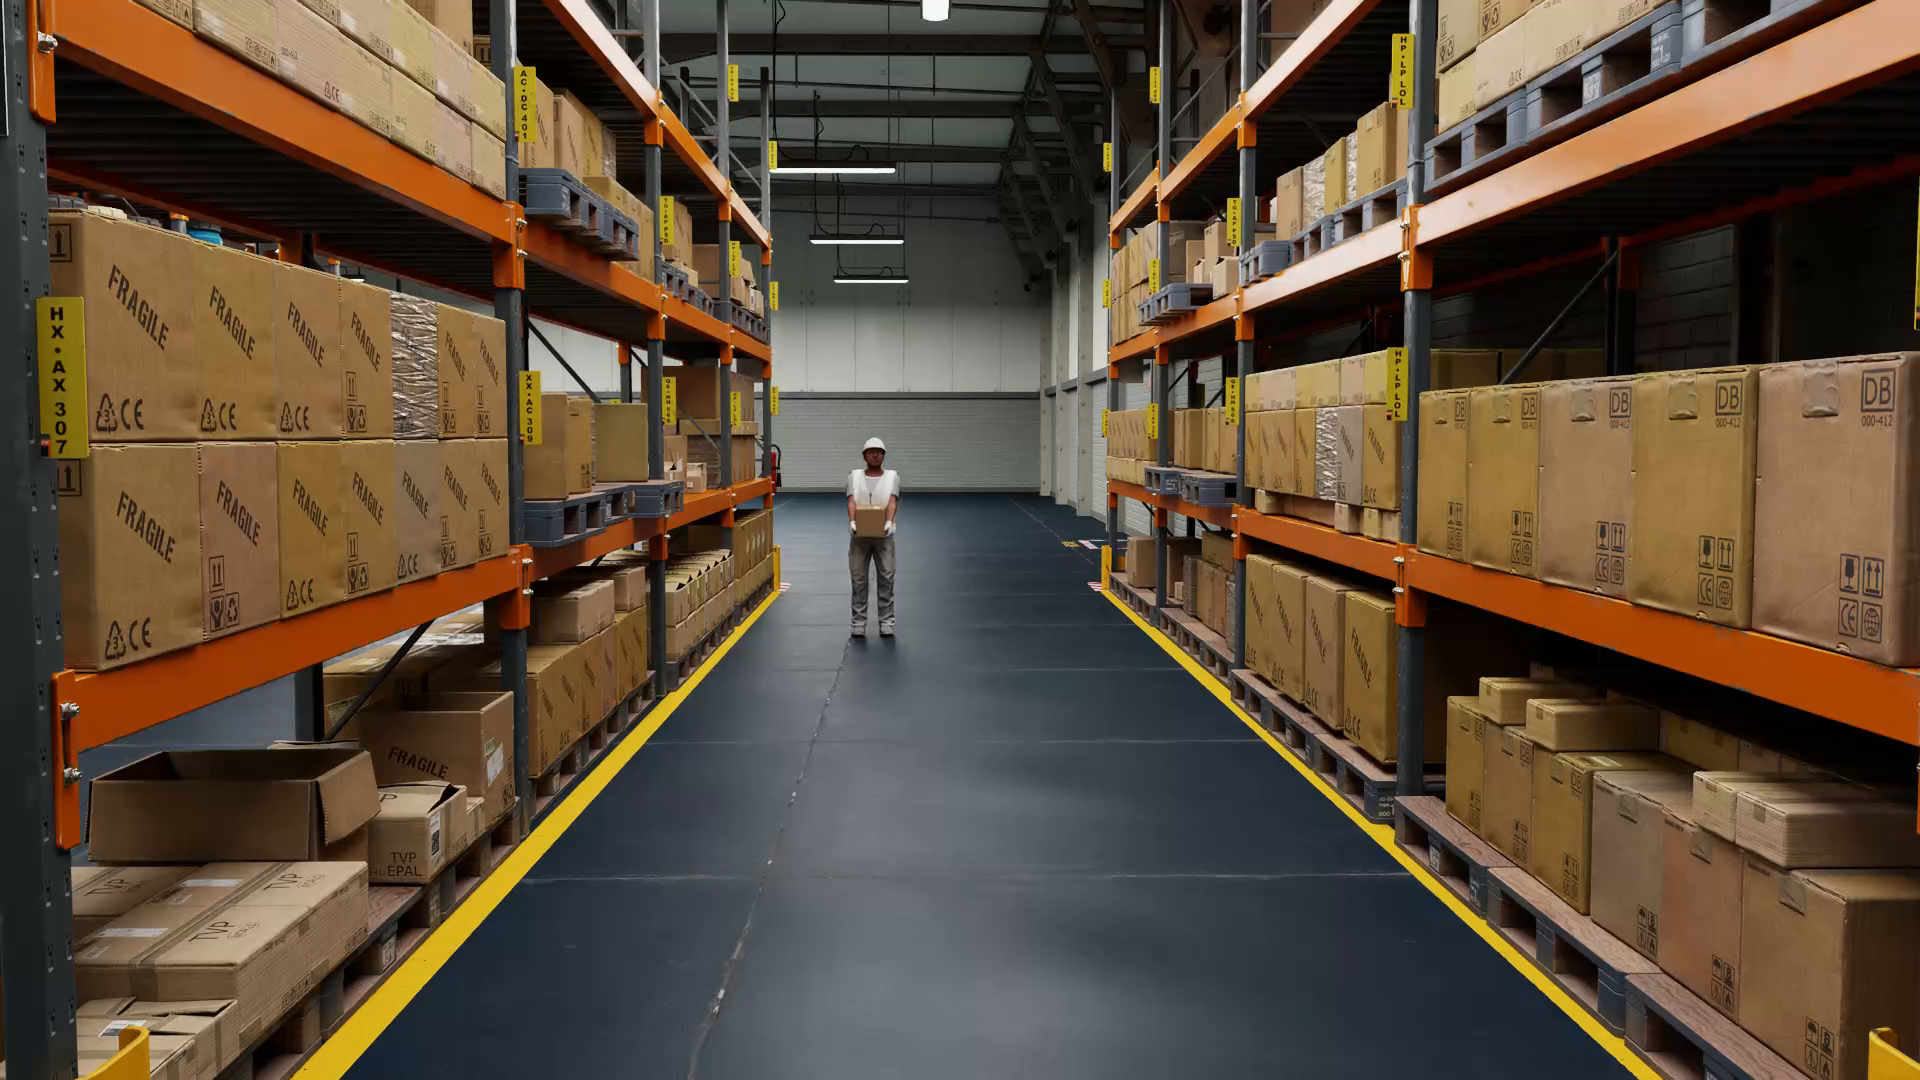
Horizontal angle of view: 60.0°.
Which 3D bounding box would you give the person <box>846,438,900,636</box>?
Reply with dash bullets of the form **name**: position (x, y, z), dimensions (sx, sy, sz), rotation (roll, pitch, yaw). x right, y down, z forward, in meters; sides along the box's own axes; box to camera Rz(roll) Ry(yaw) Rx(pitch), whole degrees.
- **person**: position (-0.781, -0.023, 14.918), dimensions (0.487, 1.778, 0.584), rotation (0, 4, -1)
